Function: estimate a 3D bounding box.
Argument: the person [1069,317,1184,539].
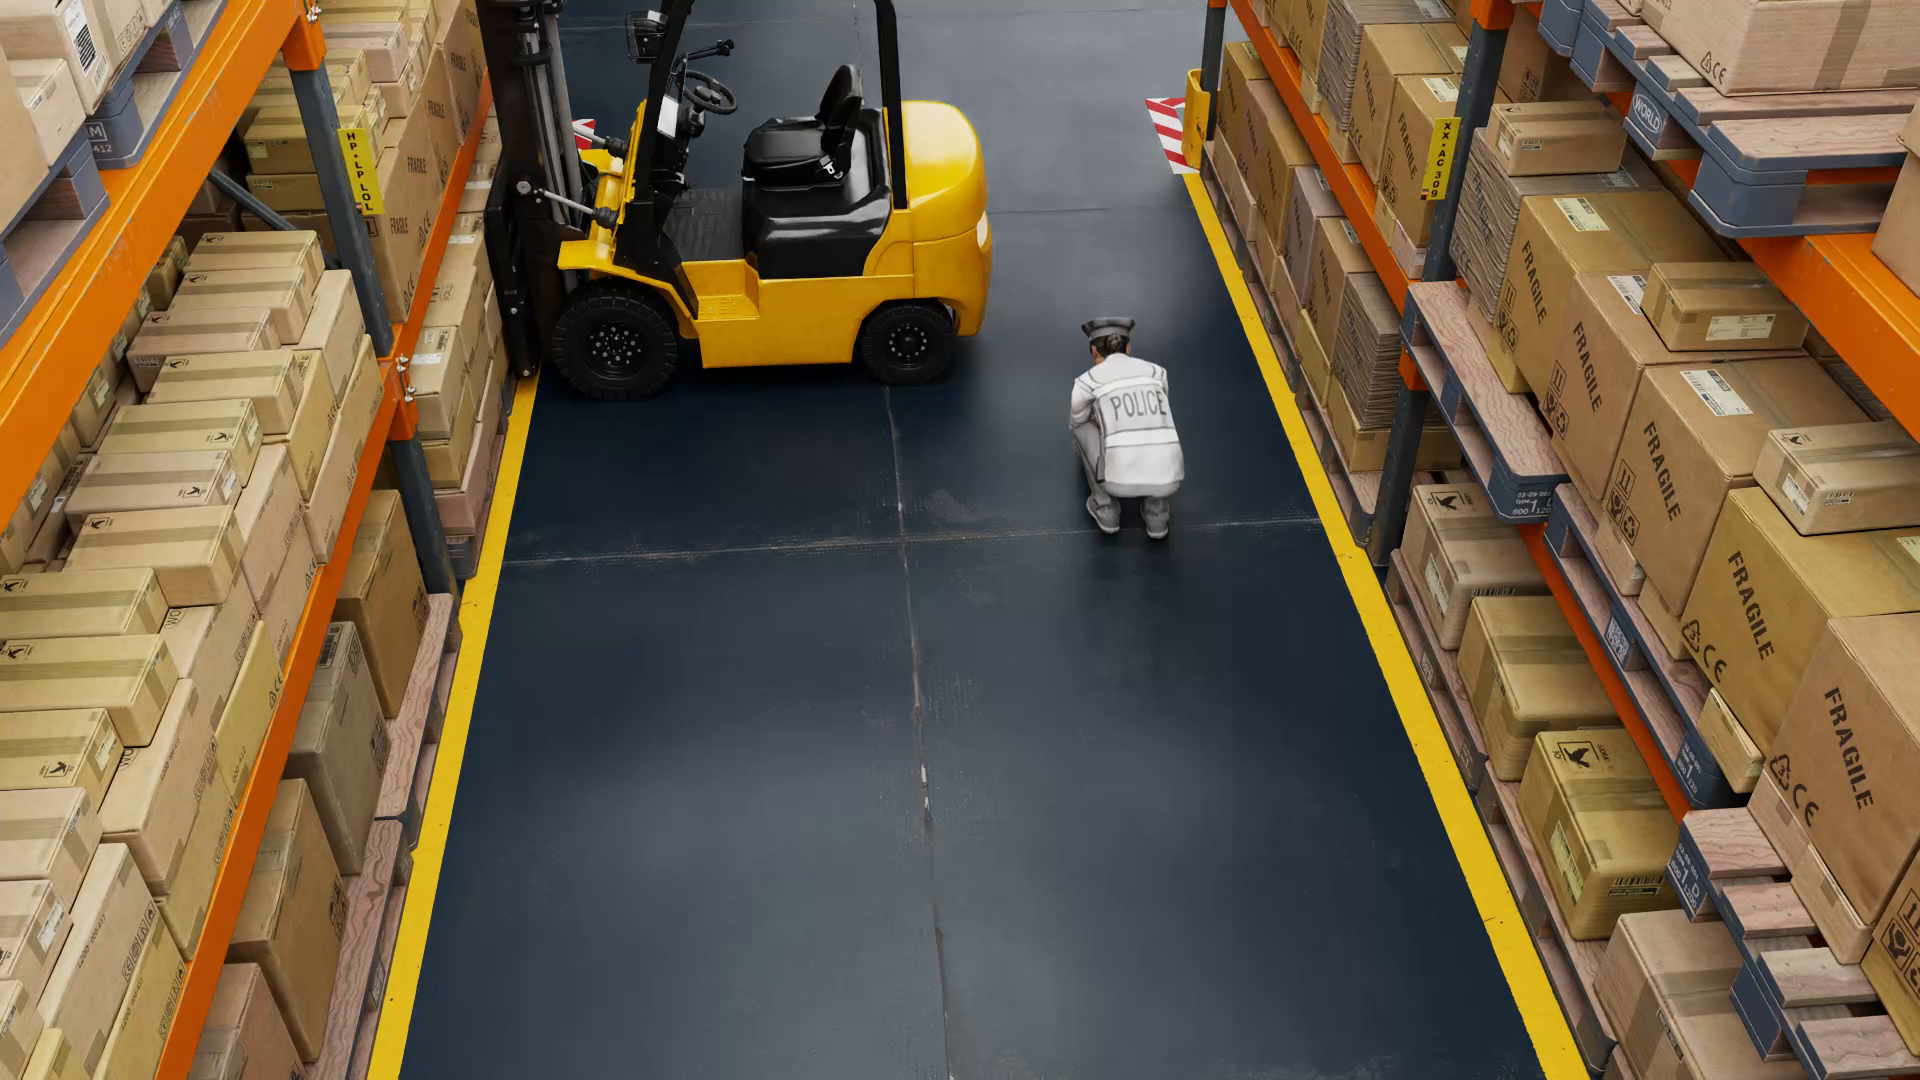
[{"bbox_3d":[0.741,-0.495,7.414,0.479,0.849,0.859,-3,39,-4],"label":"person"}]
